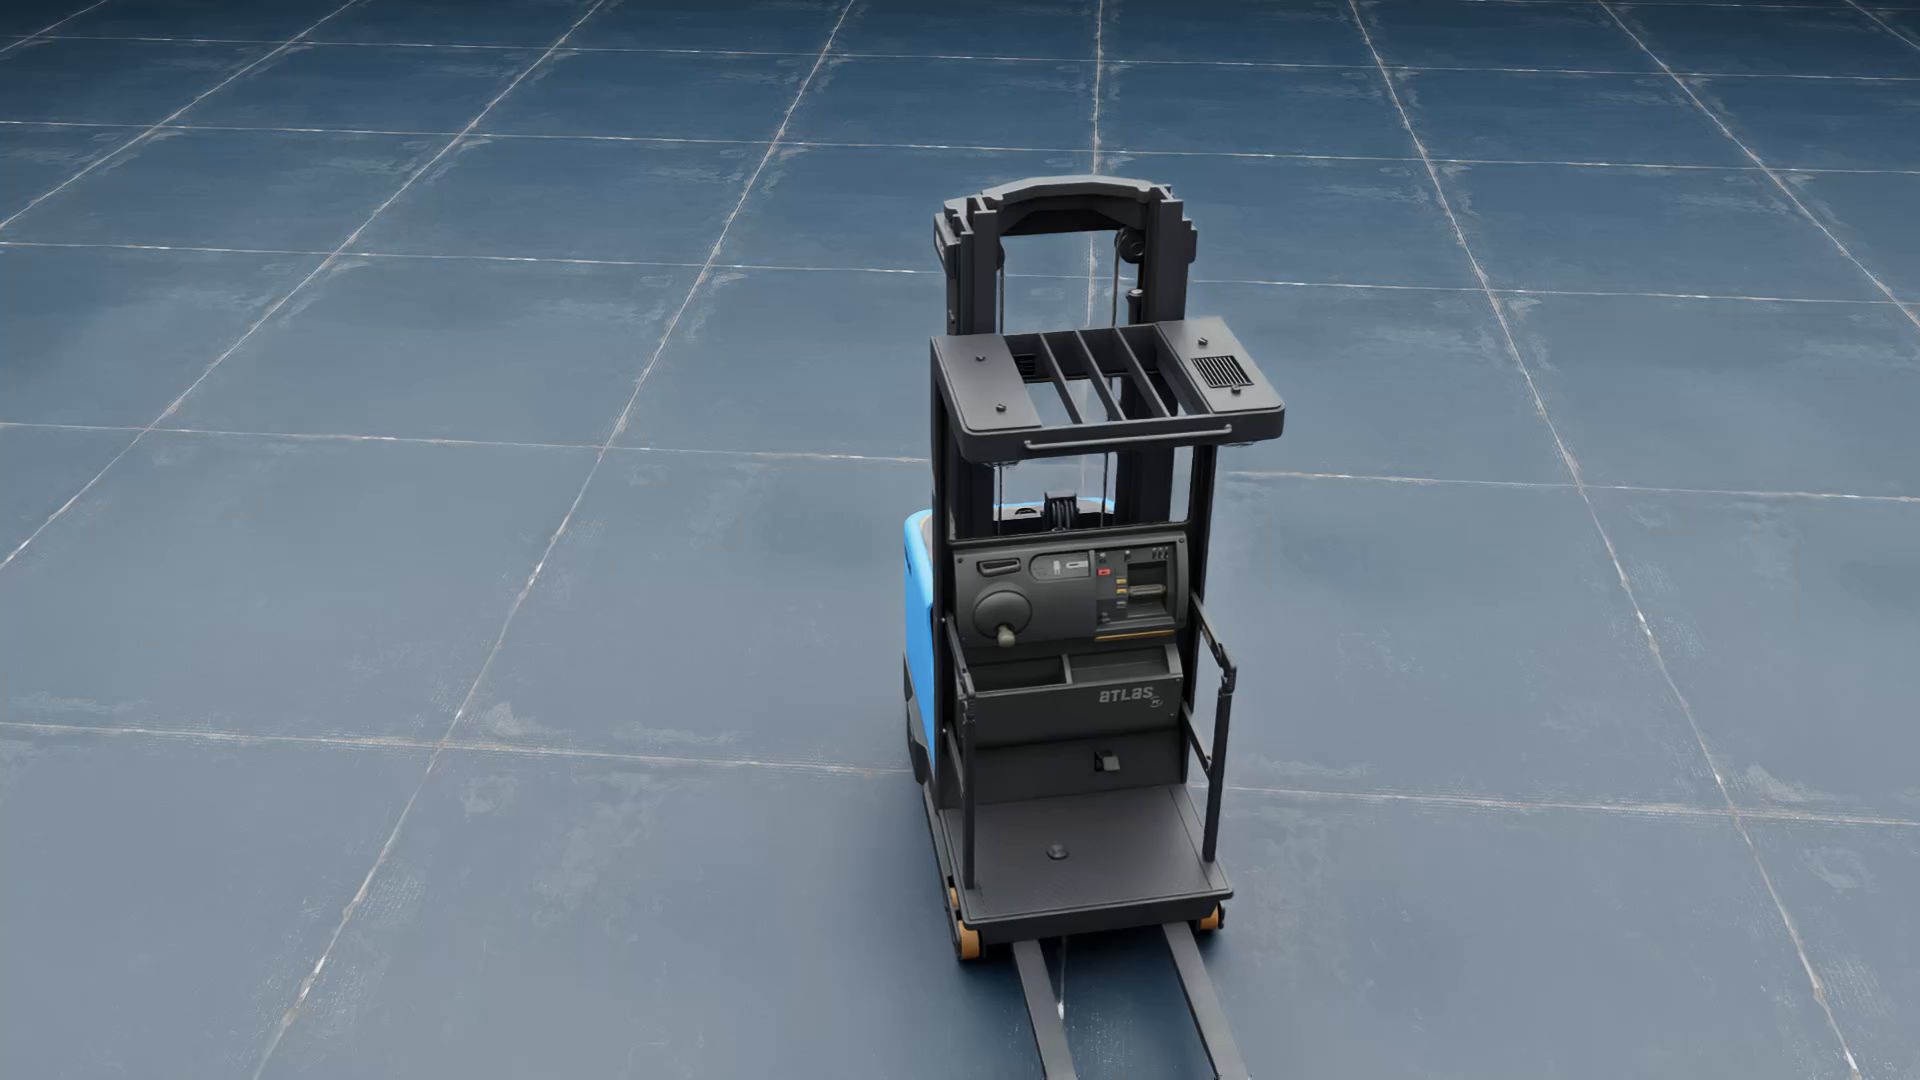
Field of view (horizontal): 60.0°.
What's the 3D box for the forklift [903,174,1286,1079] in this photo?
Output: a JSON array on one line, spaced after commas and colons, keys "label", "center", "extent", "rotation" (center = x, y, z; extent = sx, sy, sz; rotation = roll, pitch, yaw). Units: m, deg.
[{"label": "forklift", "center": [0.477, 0.252, 6.328], "extent": [1.130, 2.935, 3.031], "rotation": [-5, 32, -8]}]
